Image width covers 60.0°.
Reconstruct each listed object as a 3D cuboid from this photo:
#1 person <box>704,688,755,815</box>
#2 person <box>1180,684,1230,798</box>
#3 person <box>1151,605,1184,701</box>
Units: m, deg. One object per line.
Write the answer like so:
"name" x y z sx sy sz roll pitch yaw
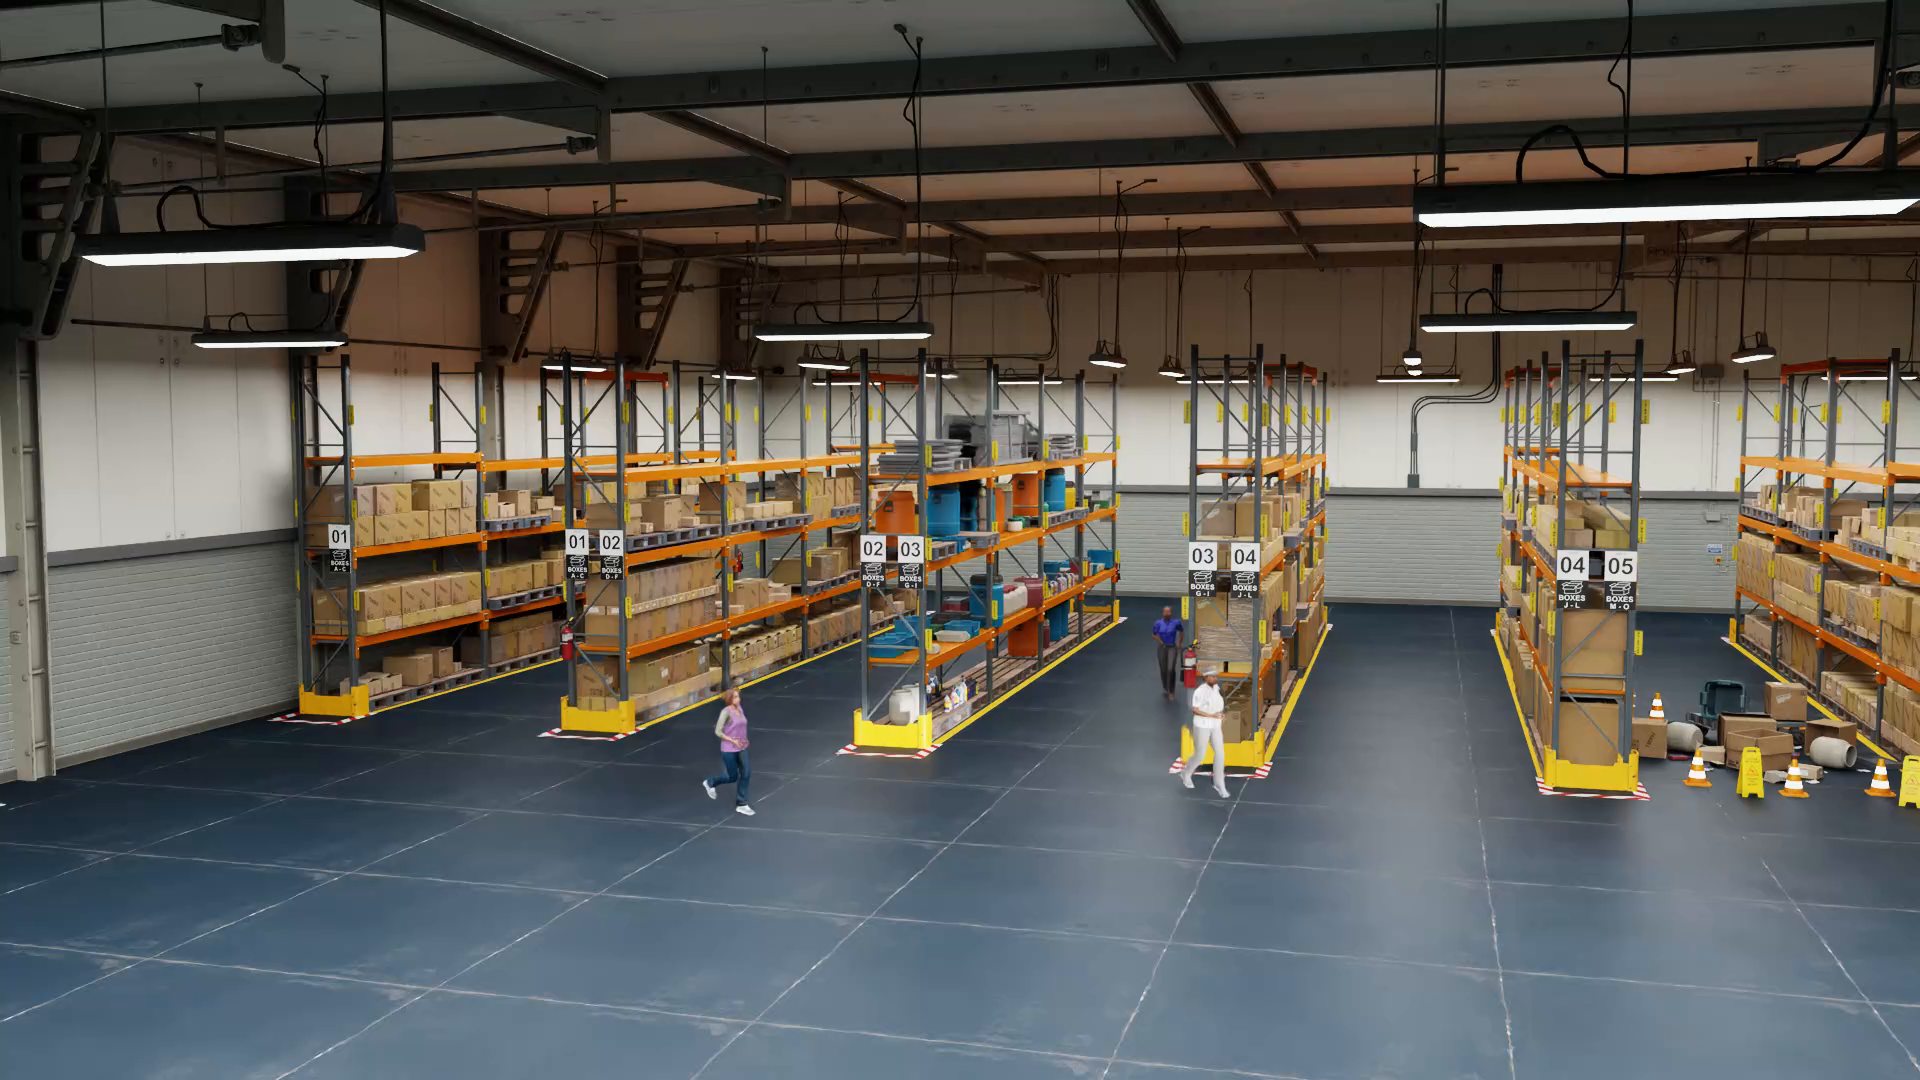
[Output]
"person" -2.892 2.699 20.988 0.752 1.491 0.543 3 5 33
"person" 3.259 2.639 22.056 0.381 1.484 0.803 -3 5 -35
"person" 3.646 2.000 29.312 0.566 1.704 0.727 1 4 13
